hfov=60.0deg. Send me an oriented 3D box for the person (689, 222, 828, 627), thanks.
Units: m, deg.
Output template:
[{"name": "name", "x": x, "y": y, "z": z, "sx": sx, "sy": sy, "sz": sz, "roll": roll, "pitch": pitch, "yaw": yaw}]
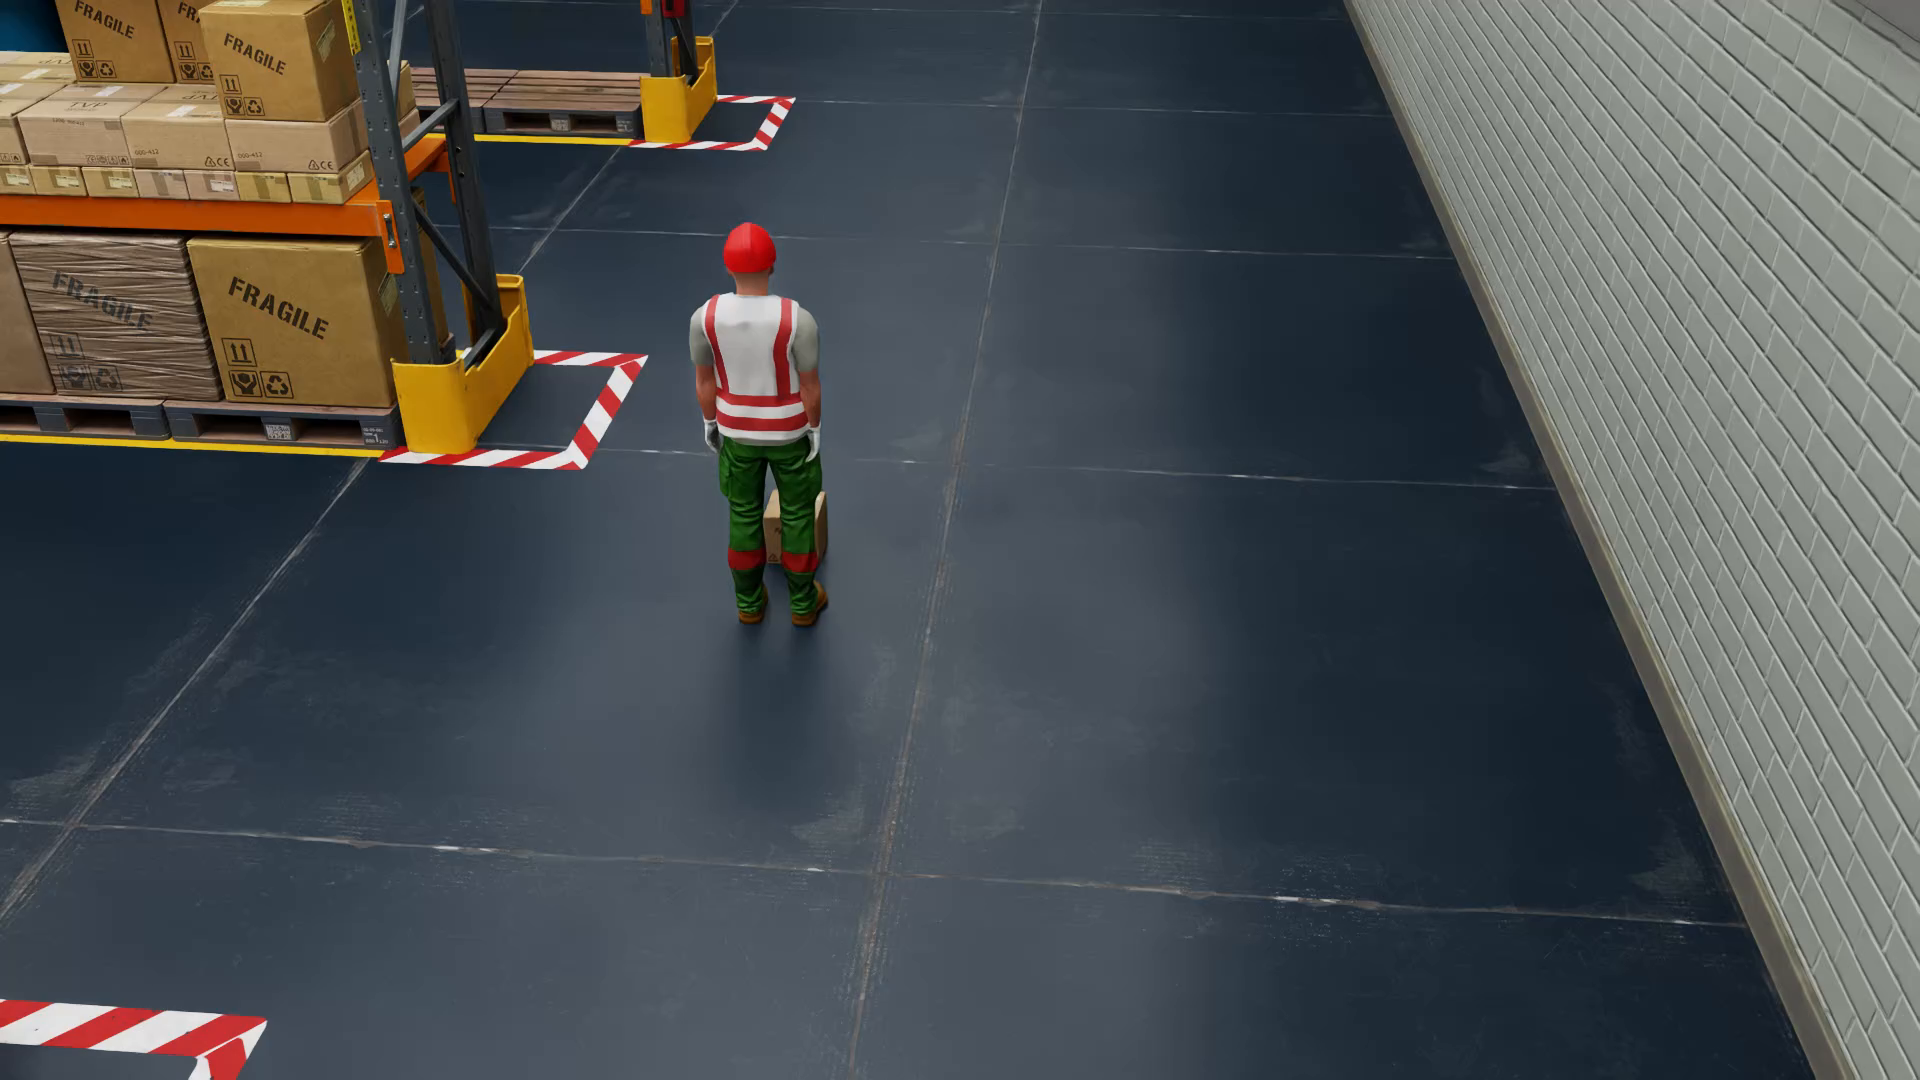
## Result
[{"name": "person", "x": -0.810, "y": -0.456, "z": 6.853, "sx": 0.524, "sy": 1.786, "sz": 0.337, "roll": 3, "pitch": 32, "yaw": 5}]
